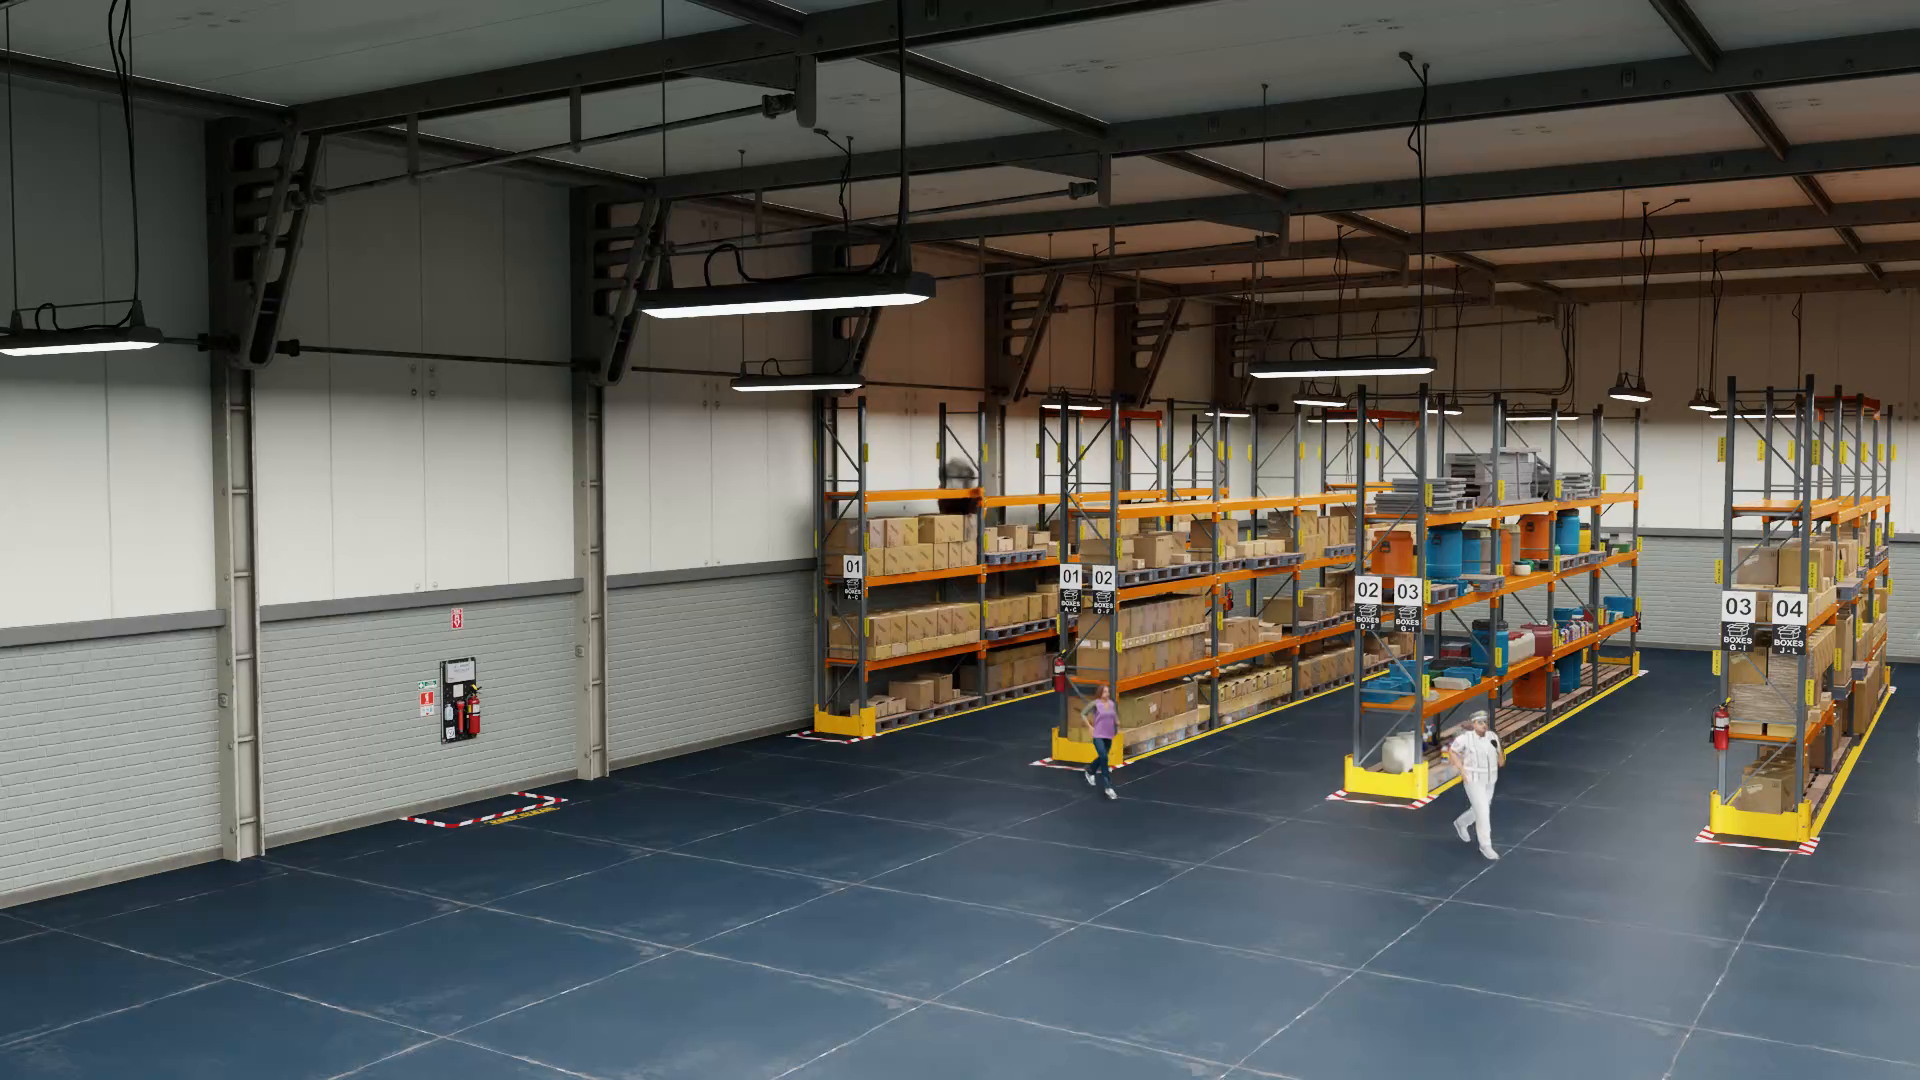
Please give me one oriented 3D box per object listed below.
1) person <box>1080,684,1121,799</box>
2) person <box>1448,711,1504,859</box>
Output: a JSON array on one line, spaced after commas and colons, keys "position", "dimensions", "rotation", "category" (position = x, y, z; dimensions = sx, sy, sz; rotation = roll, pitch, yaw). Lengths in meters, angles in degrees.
[{"position": [2.079, 2.911, 24.367], "dimensions": [0.537, 1.618, 0.856], "rotation": [-2, 3, -31], "category": "person"}, {"position": [6.520, 3.021, 20.873], "dimensions": [0.646, 1.805, 0.898], "rotation": [-1, 3, -20], "category": "person"}]
